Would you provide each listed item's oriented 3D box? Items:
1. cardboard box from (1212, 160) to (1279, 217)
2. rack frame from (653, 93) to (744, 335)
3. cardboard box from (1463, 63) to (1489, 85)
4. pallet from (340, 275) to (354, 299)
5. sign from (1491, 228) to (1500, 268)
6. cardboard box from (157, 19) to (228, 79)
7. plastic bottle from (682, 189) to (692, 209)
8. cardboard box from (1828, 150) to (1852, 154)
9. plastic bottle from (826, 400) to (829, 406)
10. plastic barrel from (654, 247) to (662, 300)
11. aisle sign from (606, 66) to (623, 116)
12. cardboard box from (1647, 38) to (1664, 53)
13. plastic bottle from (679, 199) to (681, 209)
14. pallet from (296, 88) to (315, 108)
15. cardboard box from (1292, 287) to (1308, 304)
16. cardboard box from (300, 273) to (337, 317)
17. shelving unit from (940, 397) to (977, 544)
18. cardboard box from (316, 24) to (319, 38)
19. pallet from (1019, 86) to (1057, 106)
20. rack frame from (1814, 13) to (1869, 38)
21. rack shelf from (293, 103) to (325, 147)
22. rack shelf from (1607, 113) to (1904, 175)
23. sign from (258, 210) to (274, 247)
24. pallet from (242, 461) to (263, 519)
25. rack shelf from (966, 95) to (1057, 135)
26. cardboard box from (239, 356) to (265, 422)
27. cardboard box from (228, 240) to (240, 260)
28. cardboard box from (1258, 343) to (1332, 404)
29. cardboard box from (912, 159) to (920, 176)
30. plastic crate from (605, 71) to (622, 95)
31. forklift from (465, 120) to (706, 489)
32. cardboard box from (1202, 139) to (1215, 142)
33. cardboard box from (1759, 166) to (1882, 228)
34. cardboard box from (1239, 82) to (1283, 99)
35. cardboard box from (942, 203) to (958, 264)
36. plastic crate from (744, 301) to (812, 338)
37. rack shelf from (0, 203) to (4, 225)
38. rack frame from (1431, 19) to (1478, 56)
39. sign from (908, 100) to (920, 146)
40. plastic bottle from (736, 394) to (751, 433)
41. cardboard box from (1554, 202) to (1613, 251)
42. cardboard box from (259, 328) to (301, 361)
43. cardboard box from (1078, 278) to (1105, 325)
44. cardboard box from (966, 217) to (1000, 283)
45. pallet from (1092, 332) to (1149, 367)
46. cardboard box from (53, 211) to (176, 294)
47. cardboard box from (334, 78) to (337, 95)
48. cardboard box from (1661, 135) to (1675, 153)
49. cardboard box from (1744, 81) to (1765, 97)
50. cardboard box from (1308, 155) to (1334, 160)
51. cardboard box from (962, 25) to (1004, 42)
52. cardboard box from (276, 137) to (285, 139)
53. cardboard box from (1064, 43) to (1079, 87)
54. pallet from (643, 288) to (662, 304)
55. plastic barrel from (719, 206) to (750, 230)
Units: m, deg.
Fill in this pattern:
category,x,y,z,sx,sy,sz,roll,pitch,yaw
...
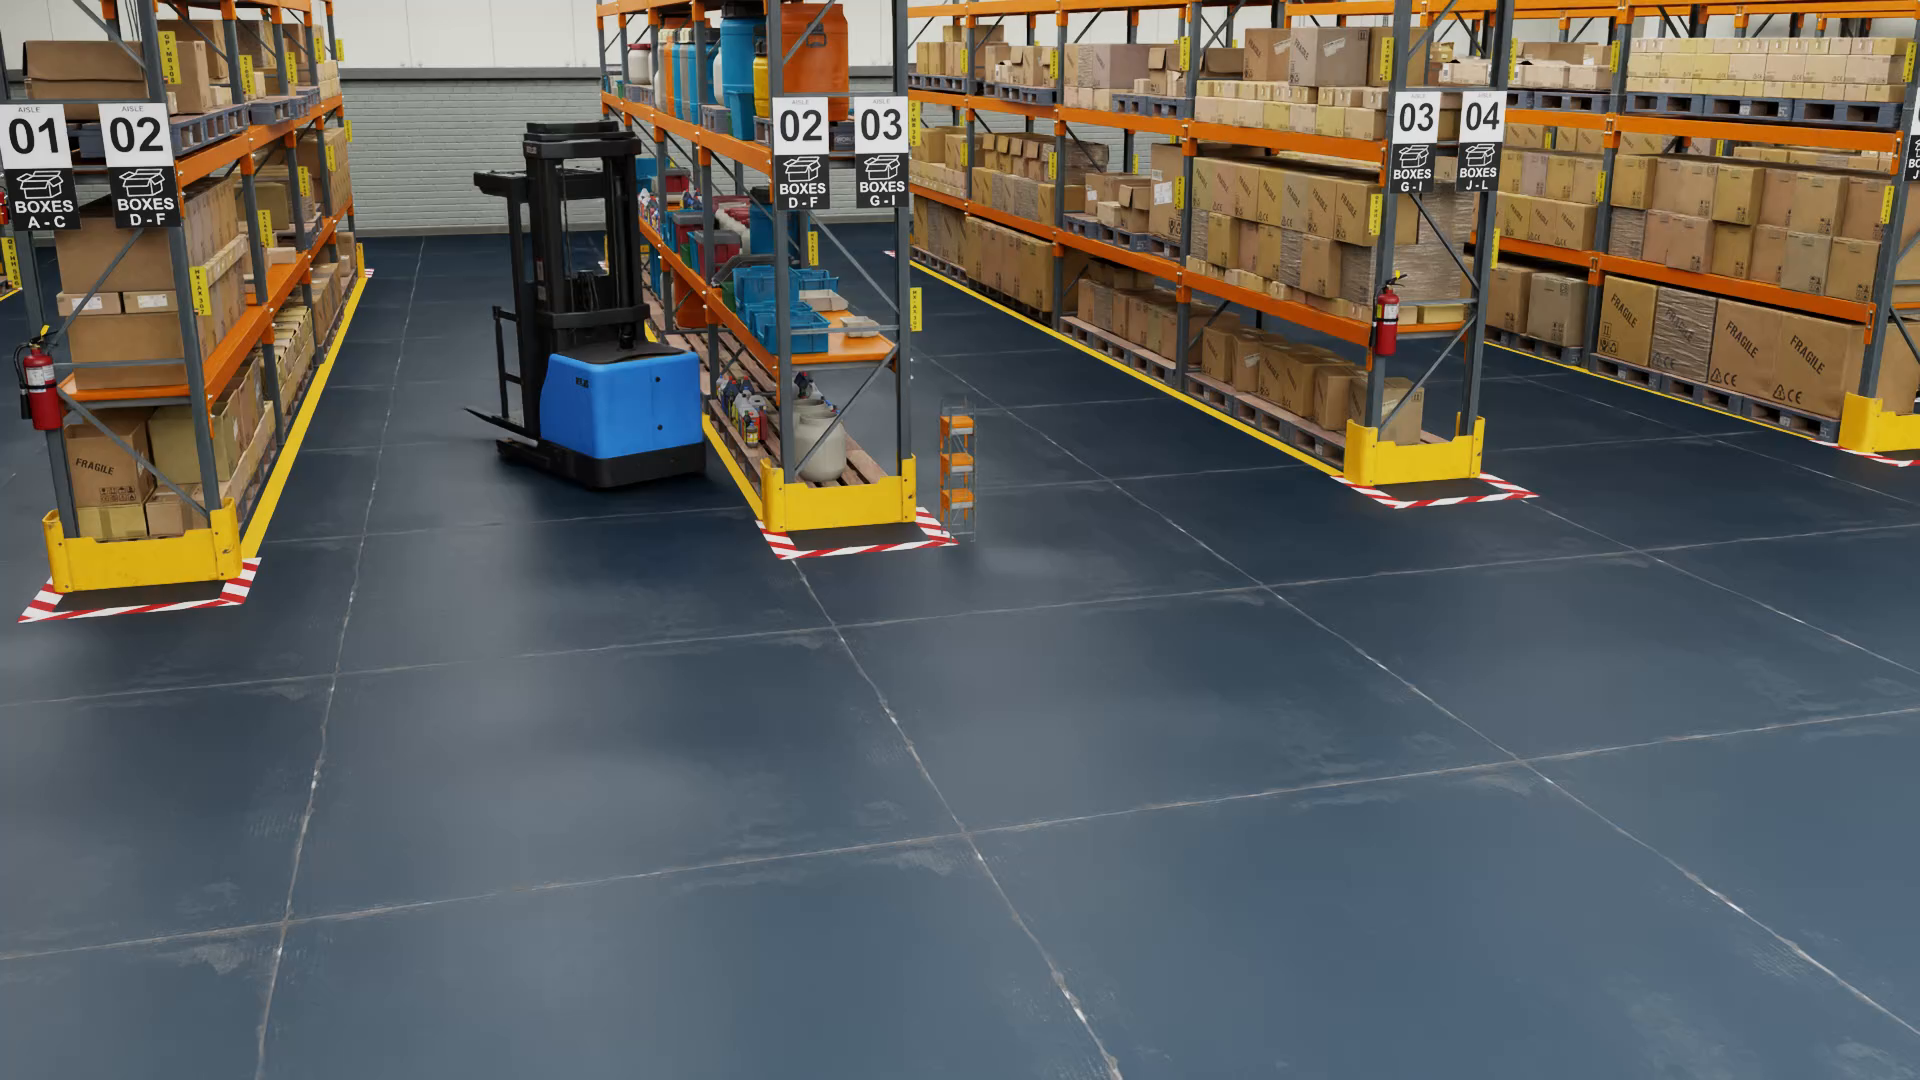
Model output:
category,x,y,z,sx,sy,sz,roll,pitch,yaw
cardboard box,2.811,-3.450,16.296,0.500,0.500,0.500,-5,17,-15
rack frame,-3.068,-3.779,19.818,1.000,3.000,0.127,-5,17,-15
cardboard box,6.616,-5.792,20.664,0.500,0.250,0.500,-4,17,-14
pallet,-9.458,-3.687,24.361,1.003,0.211,1.213,-5,17,-15
sign,4.414,-2.415,13.773,0.100,0.325,0.005,-5,17,-15
cardboard box,-6.864,-4.381,14.834,0.500,0.500,0.500,-4,17,-15
plastic bottle,-3.688,-4.571,22.540,0.144,0.351,0.185,-5,17,-15
cardboard box,11.907,-4.960,22.329,0.500,0.500,0.500,-6,18,-19
plastic bottle,-1.190,-1.119,14.940,0.097,0.271,0.097,0,17,0
plastic barrel,-3.840,-3.734,22.585,0.600,0.901,0.708,-5,17,-15
aisle sign,-5.572,-7.233,26.799,0.394,0.787,0.004,-5,17,-15
cardboard box,7.435,-5.177,17.406,0.380,0.149,0.250,-5,17,-16
plastic bottle,-3.863,-4.692,23.202,0.097,0.201,0.097,0,17,0
pallet,-8.531,-5.369,20.223,1.213,0.211,1.003,-5,17,-15
cardboard box,3.257,-2.244,15.146,0.380,0.149,0.250,-5,17,-15
cardboard box,-8.255,-3.118,21.199,0.500,0.500,0.500,-4,17,-15
shelving unit,-0.014,-0.518,12.350,0.215,1.050,0.252,-5,17,-15
cardboard box,-9.246,-6.877,23.006,0.700,0.500,0.500,-5,17,-15
pallet,1.466,-5.690,21.296,1.213,0.211,1.003,-4,17,-13
rack frame,14.895,-9.327,27.860,1.000,3.000,0.127,-5,17,-15
rack shelf,-8.381,-5.034,20.031,1.077,0.370,4.000,-5,17,-15
rack shelf,8.140,-3.967,16.481,1.077,0.370,4.000,-5,17,-15
sign,-6.199,-2.779,14.846,0.100,0.325,0.005,-5,17,-15
pallet,-6.215,-0.385,13.367,1.003,0.211,1.213,-5,17,-15
rack shelf,1.144,-5.816,22.635,1.077,0.370,4.000,-5,17,-15
cardboard box,-6.269,-1.275,14.229,0.500,0.500,0.500,-5,17,-15
cardboard box,-6.311,-2.441,14.064,0.380,0.149,0.250,-5,17,-17
cardboard box,3.276,-1.631,16.282,0.500,0.500,0.500,-6,18,-20
cardboard box,-0.483,-6.157,27.477,0.500,0.250,0.500,-5,17,-16
plastic crate,-5.111,-6.954,25.283,0.504,0.338,0.767,-5,17,-15
forklift,-3.502,-2.183,14.623,1.130,2.935,3.031,-13,21,-38
cardboard box,4.427,-6.987,28.069,0.500,0.500,0.500,-5,17,-16
cardboard box,8.362,-3.327,16.176,0.875,0.550,0.550,-5,17,-15
cardboard box,2.888,-4.296,15.893,0.380,0.149,0.250,-4,17,-14
cardboard box,0.243,-4.898,26.508,0.875,0.875,0.875,-5,17,-15
plastic crate,-1.468,-1.790,13.454,0.499,0.251,0.408,-5,17,-15
rack shelf,-14.243,-4.311,22.839,1.077,0.370,4.000,-5,17,-15
rack frame,9.024,-10.040,30.234,1.000,3.000,0.127,-5,17,-15
sign,-0.340,-3.049,12.159,0.100,0.325,0.005,-5,17,-15
plastic bottle,-1.926,-1.137,14.863,0.144,0.351,0.185,-4,17,-13
cardboard box,7.190,-3.599,19.046,0.500,0.500,0.500,-5,17,-16
cardboard box,-7.030,-1.994,16.950,0.500,0.311,0.500,-4,17,-14
cardboard box,1.897,-3.000,20.806,0.700,0.500,0.500,-6,18,-18
cardboard box,0.790,-4.285,24.466,1.225,0.875,0.875,-5,17,-15
pallet,2.239,-2.282,19.681,1.003,0.211,1.213,-5,17,-15
cardboard box,-5.764,-1.989,11.432,0.700,0.500,0.500,-5,17,-15
cardboard box,-9.509,-6.705,24.608,0.500,0.250,0.500,-5,17,-15
cardboard box,10.680,-5.744,24.449,0.500,0.500,0.500,-4,17,-14
cardboard box,7.854,-4.374,16.119,0.380,0.149,0.250,-4,17,-15
cardboard box,5.345,-5.574,24.466,0.380,0.149,0.250,-5,17,-16
cardboard box,0.343,-7.630,25.044,0.500,0.250,0.500,-6,18,-19
cardboard box,-9.462,-5.282,22.911,0.500,0.500,0.500,-5,17,-16
cardboard box,1.576,-5.744,20.103,0.500,0.500,0.500,-5,17,-15
pallet,-3.995,-3.333,23.181,1.003,0.211,1.213,-5,17,-15
plastic barrel,-2.464,-3.448,18.523,0.421,0.512,0.421,0,17,0
